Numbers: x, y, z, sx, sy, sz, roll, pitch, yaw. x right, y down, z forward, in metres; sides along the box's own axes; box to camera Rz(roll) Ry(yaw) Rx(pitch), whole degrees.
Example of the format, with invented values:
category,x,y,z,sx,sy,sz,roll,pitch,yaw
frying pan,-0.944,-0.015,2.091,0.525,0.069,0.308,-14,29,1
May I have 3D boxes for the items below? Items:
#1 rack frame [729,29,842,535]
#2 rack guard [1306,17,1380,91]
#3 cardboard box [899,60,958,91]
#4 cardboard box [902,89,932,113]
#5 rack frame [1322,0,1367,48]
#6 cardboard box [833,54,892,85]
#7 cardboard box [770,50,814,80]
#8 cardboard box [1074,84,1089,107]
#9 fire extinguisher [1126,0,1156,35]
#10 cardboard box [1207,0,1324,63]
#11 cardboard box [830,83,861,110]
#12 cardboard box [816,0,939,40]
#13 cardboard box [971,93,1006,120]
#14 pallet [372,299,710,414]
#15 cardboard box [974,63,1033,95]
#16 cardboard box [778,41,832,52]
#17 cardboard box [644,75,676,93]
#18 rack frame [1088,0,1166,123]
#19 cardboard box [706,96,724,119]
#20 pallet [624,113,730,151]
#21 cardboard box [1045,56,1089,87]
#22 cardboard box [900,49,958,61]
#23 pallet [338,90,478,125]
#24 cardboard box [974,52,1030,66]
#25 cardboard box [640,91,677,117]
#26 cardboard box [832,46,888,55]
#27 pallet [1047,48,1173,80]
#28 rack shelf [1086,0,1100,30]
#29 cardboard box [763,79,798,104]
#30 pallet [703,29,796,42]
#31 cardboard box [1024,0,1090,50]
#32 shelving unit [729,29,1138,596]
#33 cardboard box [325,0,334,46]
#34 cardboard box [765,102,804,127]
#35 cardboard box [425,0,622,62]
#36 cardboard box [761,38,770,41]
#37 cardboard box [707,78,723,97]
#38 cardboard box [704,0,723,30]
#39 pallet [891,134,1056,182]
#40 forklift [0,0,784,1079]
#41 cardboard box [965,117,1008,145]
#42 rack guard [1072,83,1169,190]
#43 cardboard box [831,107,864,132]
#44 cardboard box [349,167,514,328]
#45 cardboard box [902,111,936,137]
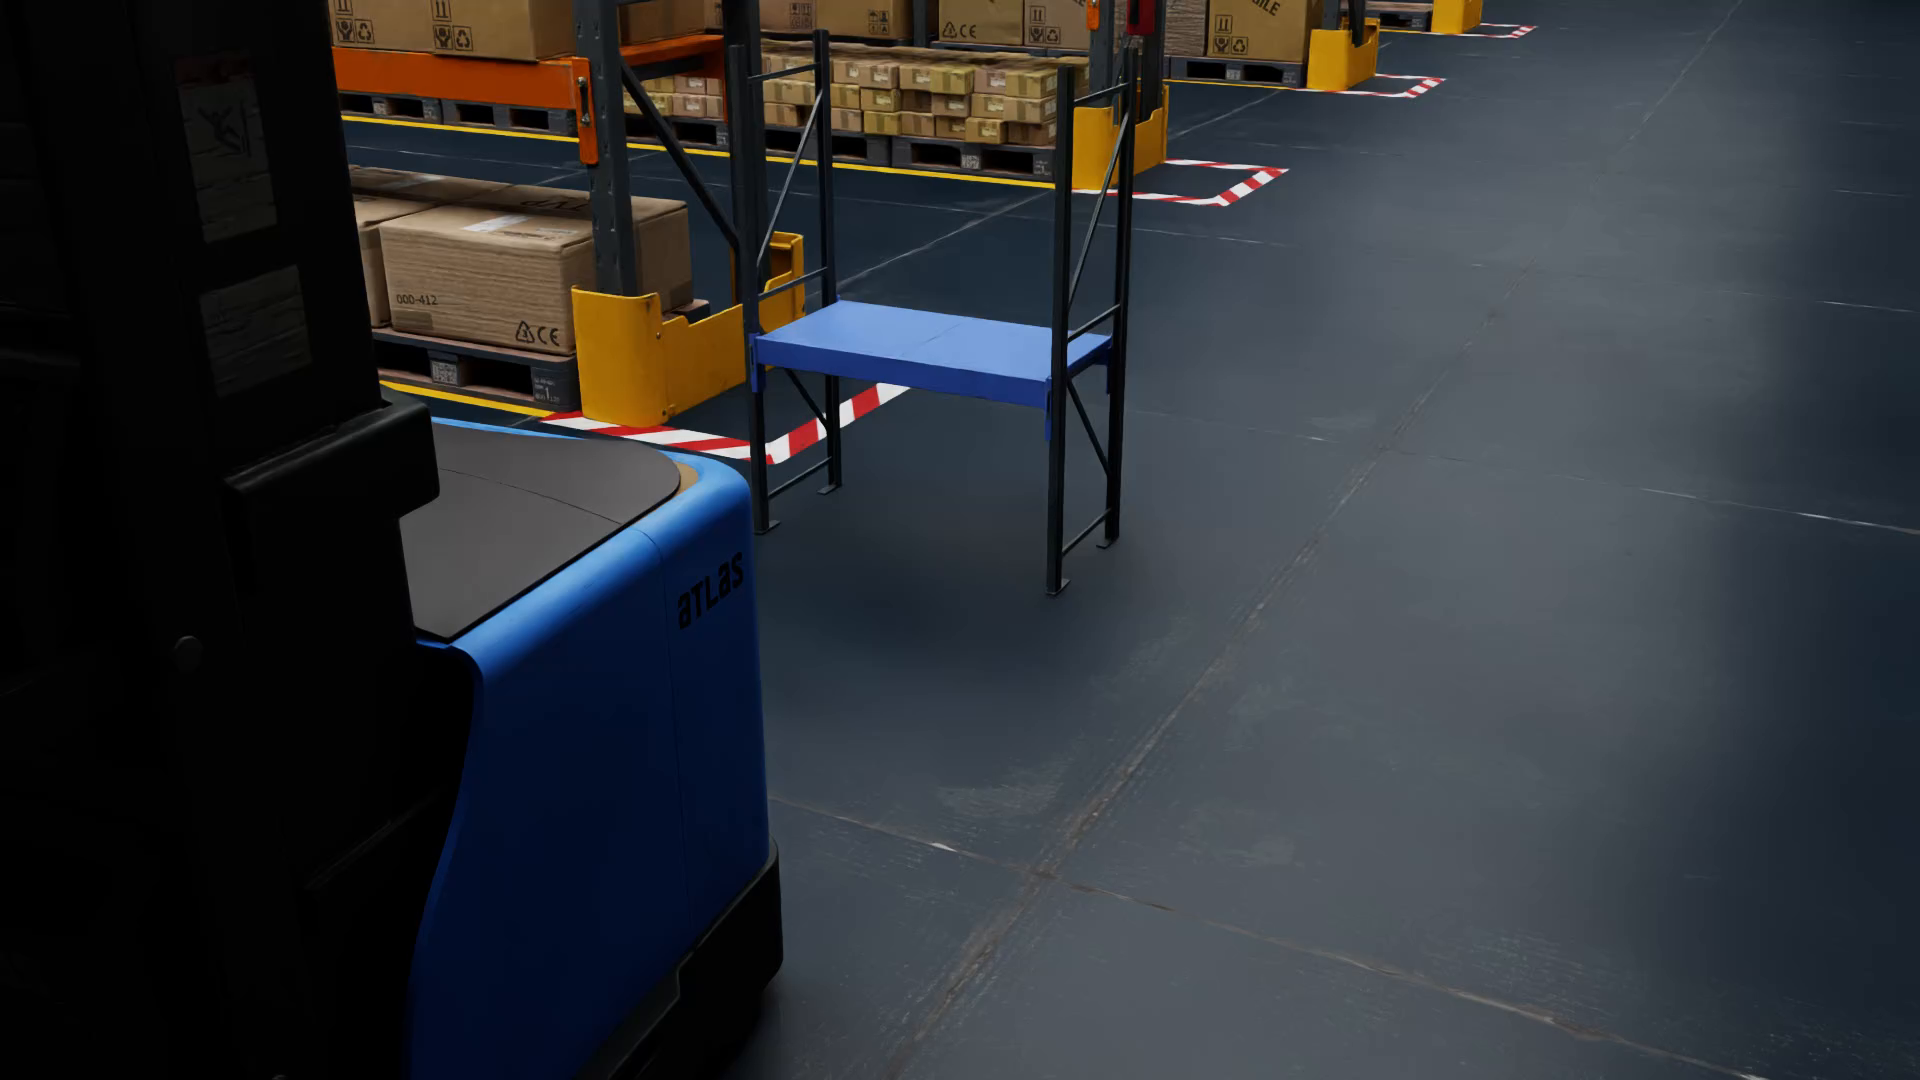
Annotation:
category,x,y,z,sx,sy,sz,roll,pitch,yaw
rack frame,-0.530,-0.795,5.203,0.032,1.500,0.500,11,25,25
rack guard,3.419,-4.335,14.805,0.348,0.500,1.175,11,25,25
cardboard box,-0.206,-3.069,10.979,0.250,0.149,0.380,10,25,22
cardboard box,-0.188,-2.961,11.107,0.250,0.149,0.380,11,25,24
rack frame,3.398,-5.490,14.325,0.127,3.000,1.000,11,25,25
cardboard box,-0.656,-3.182,11.246,0.250,0.149,0.380,10,25,23
cardboard box,-1.105,-3.276,11.466,0.250,0.149,0.380,10,25,22
cardboard box,0.718,-2.975,11.140,0.250,0.149,0.380,12,26,27
fire extinguisher,1.086,-3.362,9.898,0.183,0.674,0.296,11,25,25
cardboard box,2.791,-4.790,14.859,0.875,0.875,0.875,11,25,25
cardboard box,-0.683,-3.017,11.237,0.250,0.149,0.380,13,26,27
cardboard box,-0.752,-5.517,16.569,0.875,0.875,1.225,11,26,25
cardboard box,0.261,-2.852,10.849,0.250,0.149,0.380,11,25,23
pallet,-1.822,-0.859,7.000,1.213,0.211,1.003,11,25,25
cardboard box,0.285,-3.000,10.816,0.250,0.149,0.380,12,26,26
cardboard box,-1.114,-3.503,12.001,0.250,0.149,0.380,10,25,22
cardboard box,-2.054,-3.310,11.928,0.250,0.149,0.380,11,26,25
rack frame,1.070,-3.775,10.294,0.127,3.000,1.000,11,25,25
cardboard box,-1.588,-3.086,11.780,0.250,0.149,0.380,11,25,23
pallet,-1.885,-3.092,12.251,1.213,0.211,1.003,11,25,25
cardboard box,0.756,-3.141,11.150,0.250,0.149,0.380,10,25,22
cardboard box,-0.214,-3.304,11.533,0.250,0.149,0.380,12,26,27
pallet,-4.288,-3.550,13.328,1.213,0.211,1.003,11,25,25
cardboard box,0.288,-3.237,11.375,0.250,0.149,0.380,11,25,24
cardboard box,-2.082,-3.139,11.905,0.250,0.149,0.380,12,26,26
cardboard box,-0.695,-3.378,11.706,0.250,0.149,0.380,11,26,25
pallet,1.564,-4.536,15.646,1.213,0.211,1.003,11,25,25
rack shelf,-0.715,-3.797,11.265,4.000,0.370,1.077,11,25,25
cardboard box,-1.150,-3.108,11.451,0.250,0.149,0.380,11,25,24
pallet,-1.987,-5.237,17.296,1.213,0.211,1.003,11,25,25
cardboard box,1.184,-5.108,15.606,0.875,0.875,0.875,11,25,25
shelving unit,-0.076,-0.705,4.992,1.048,1.500,0.538,11,25,25
cardboard box,-2.528,-2.248,6.576,0.500,0.500,0.500,12,26,26
cardboard box,-1.144,-2.971,11.510,0.250,0.149,0.380,10,25,23
cardboard box,-1.623,-2.067,6.150,0.500,0.500,0.500,11,26,25
cardboard box,-1.594,-3.592,12.209,0.250,0.149,0.380,11,25,24
cardboard box,-1.581,-3.231,11.742,0.250,0.149,0.380,10,25,22
cardboard box,-2.343,-5.828,17.301,0.875,0.875,1.225,11,26,25
pallet,0.293,-2.661,11.238,1.213,0.211,1.003,11,25,25
forklift,-1.360,-0.031,1.579,1.130,2.935,3.031,9,25,20
cardboard box,0.231,-2.687,10.841,0.250,0.149,0.380,12,26,26
rack guard,1.002,-2.638,10.815,0.348,0.500,1.175,11,25,25
cardboard box,-0.683,-2.881,11.297,0.250,0.149,0.380,12,26,26
cardboard box,-2.528,-1.283,7.171,0.875,0.438,0.875,12,26,26
cardboard box,-0.192,-2.802,11.113,0.250,0.149,0.380,11,26,25
